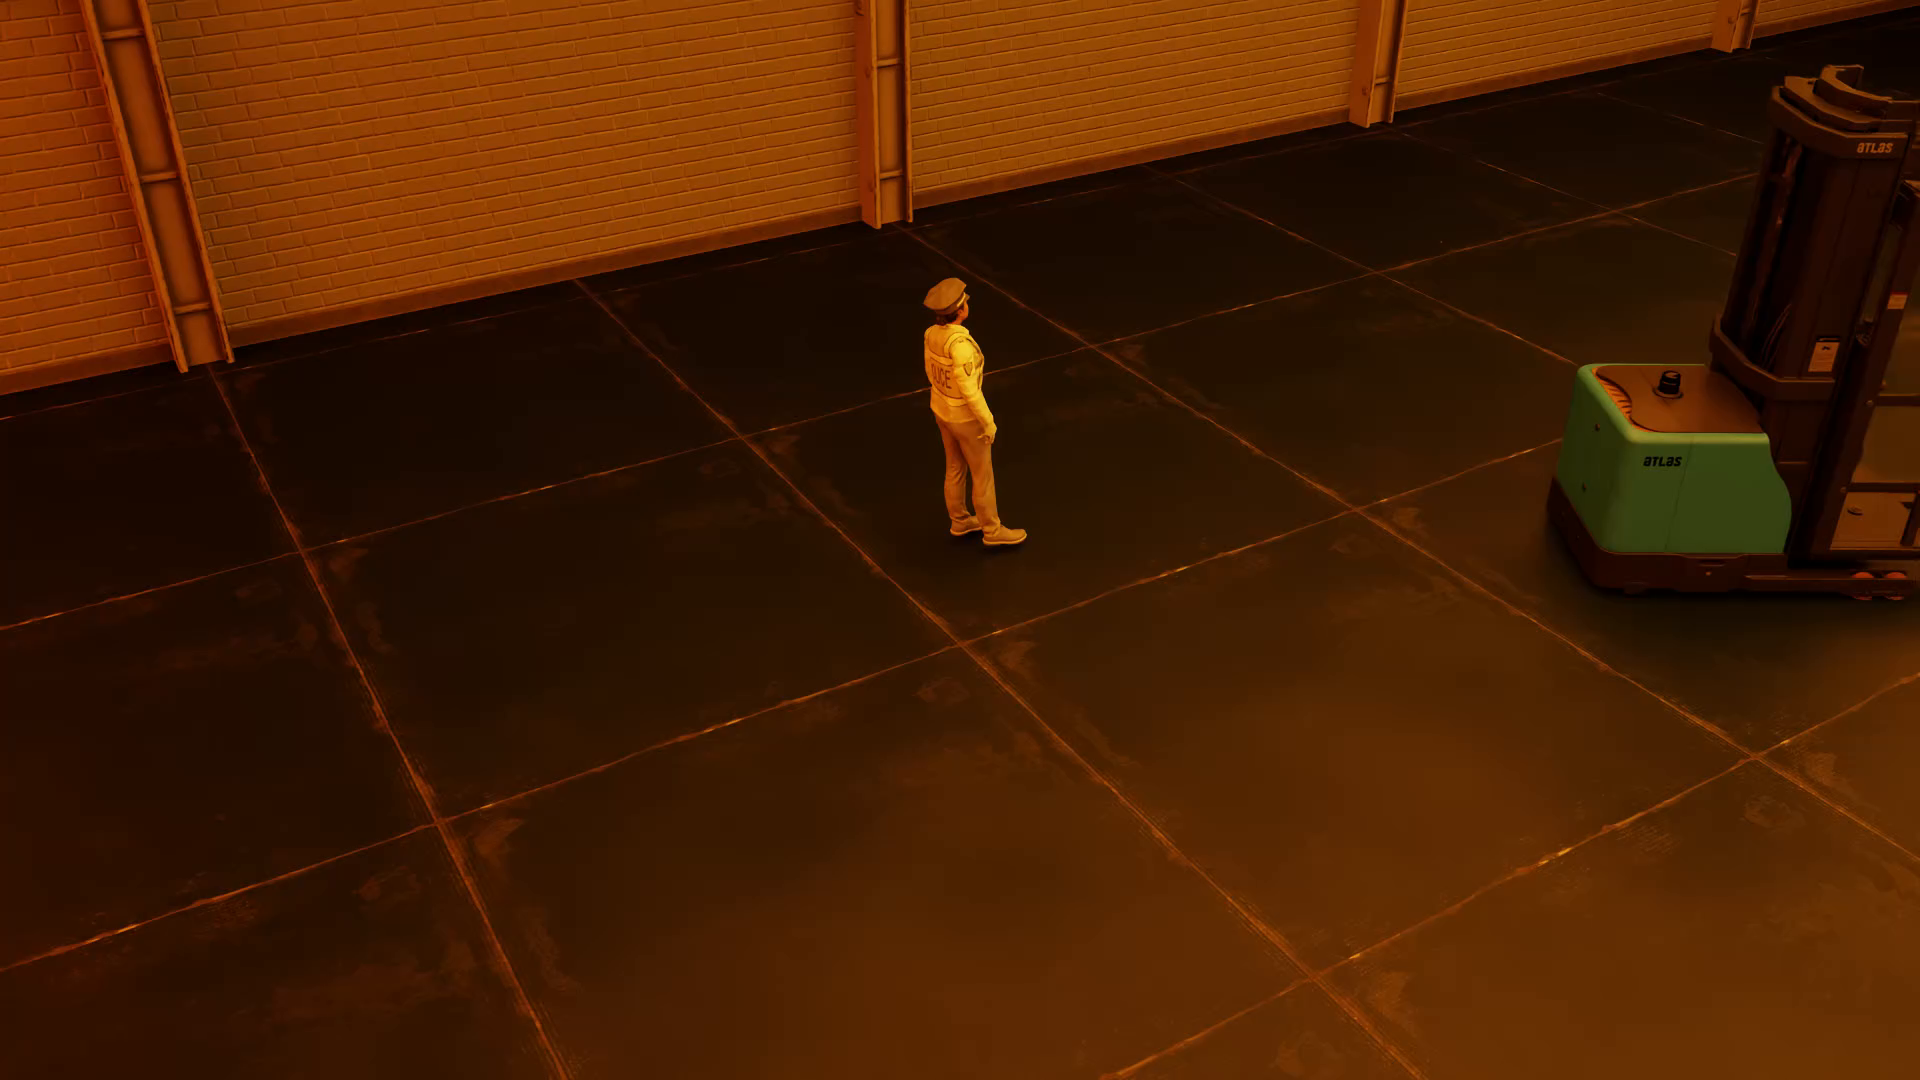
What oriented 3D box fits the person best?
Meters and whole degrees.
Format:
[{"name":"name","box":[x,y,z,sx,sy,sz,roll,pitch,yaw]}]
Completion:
[{"name":"person","box":[0.063,-0.783,10.066,0.530,1.694,0.586,-17,35,-26]}]

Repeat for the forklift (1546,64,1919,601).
[{"name":"forklift","box":[5.285,-1.173,9.606,3.031,2.935,1.130,0,31,0]}]
